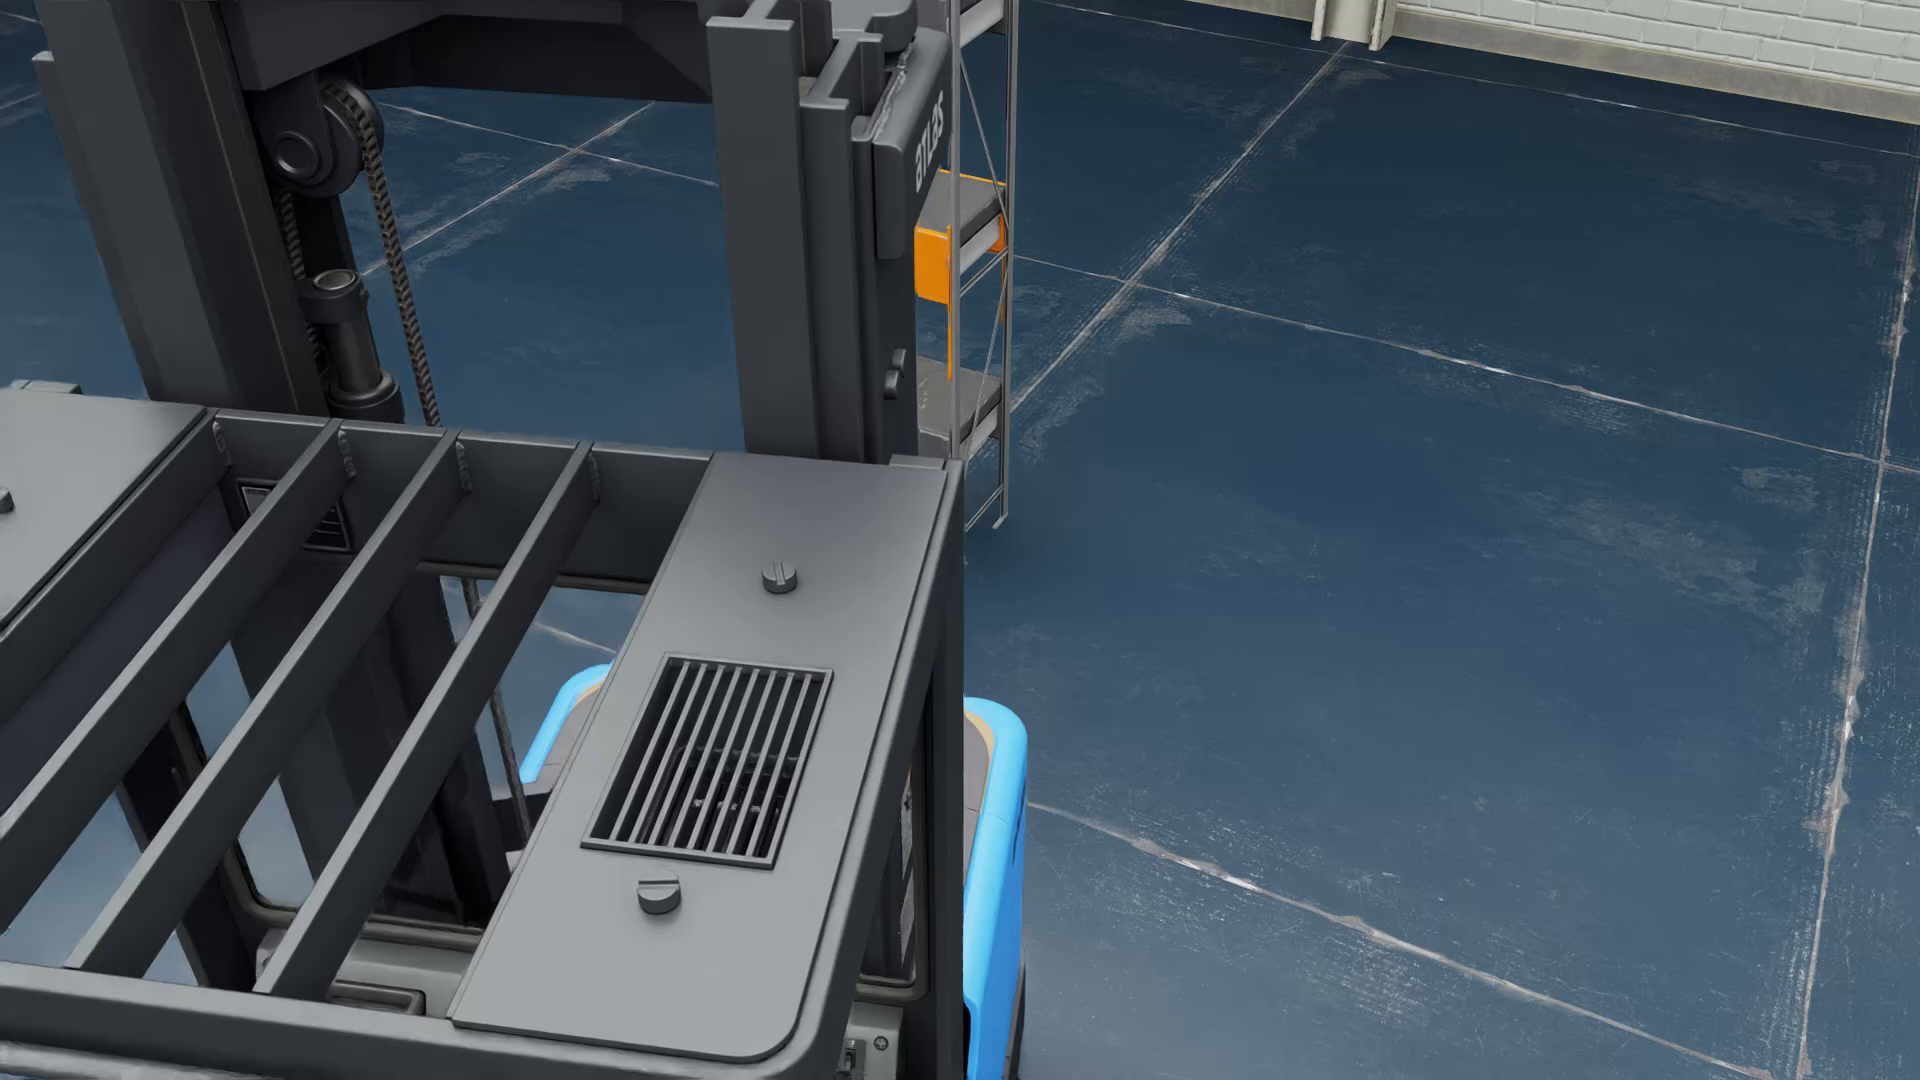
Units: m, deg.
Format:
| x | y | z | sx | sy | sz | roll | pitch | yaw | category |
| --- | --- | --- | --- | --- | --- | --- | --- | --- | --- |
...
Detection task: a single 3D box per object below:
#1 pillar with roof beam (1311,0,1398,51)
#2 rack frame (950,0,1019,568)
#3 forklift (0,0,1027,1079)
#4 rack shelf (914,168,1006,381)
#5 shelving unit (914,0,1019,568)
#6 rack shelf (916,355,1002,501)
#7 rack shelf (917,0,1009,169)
| x | y | z | sx | sy | sz | roll | pitch | yaw | category |
| --- | --- | --- | --- | --- | --- | --- | --- | --- | --- |
| 0.275 | -4.172 | 3.803 | 0.400 | 9.000 | 9.100 | 17 | 41 | 21 | pillar with roof beam |
| 0.070 | -0.815 | 5.086 | 0.015 | 2.100 | 0.400 | 17 | 41 | 21 | rack frame |
| -0.576 | 0.867 | 2.184 | 1.130 | 2.935 | 3.031 | 5 | 38 | 7 | forklift |
| -0.147 | -0.872 | 5.184 | 0.480 | 0.518 | 0.431 | 17 | 41 | 21 | rack shelf |
| -0.147 | -0.882 | 5.176 | 0.503 | 2.100 | 0.431 | 17 | 41 | 21 | shelving unit |
| -0.147 | -0.314 | 5.607 | 0.480 | 0.518 | 0.431 | 17 | 41 | 21 | rack shelf |
| -0.147 | -1.429 | 4.761 | 0.480 | 0.518 | 0.431 | 17 | 41 | 21 | rack shelf |
